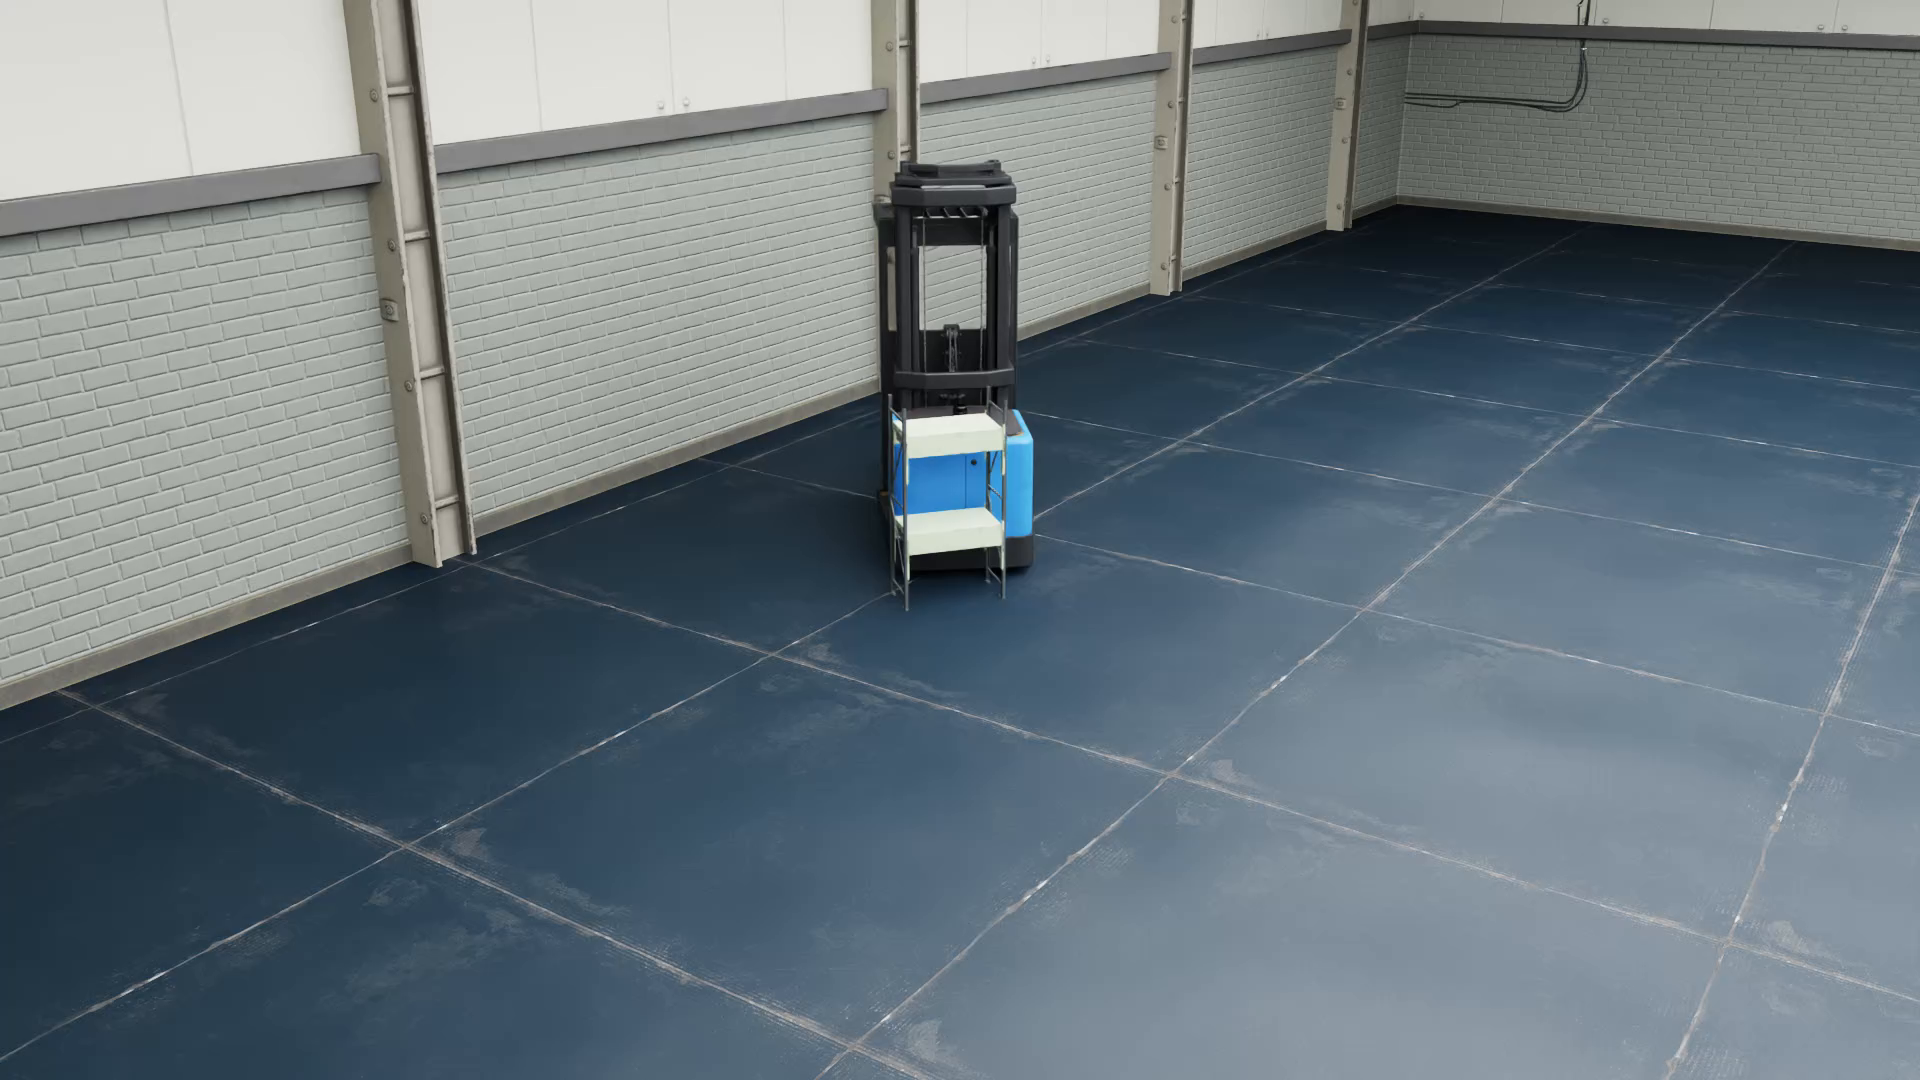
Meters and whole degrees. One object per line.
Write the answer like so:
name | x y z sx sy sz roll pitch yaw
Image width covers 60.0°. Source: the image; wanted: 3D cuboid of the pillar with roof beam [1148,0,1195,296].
pillar with roof beam | 6.297 -6.698 18.401 9.100 9.000 0.400 13 24 32

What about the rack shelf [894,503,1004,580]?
rack shelf | -0.089 0.008 12.019 0.720 0.370 0.431 -6 21 -16

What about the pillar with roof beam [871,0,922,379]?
pillar with roof beam | 2.925 -4.976 13.747 9.100 9.000 0.400 13 24 32

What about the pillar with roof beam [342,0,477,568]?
pillar with roof beam | -0.448 -3.255 9.093 9.100 9.000 0.400 13 24 32

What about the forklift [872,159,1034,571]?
forklift | -0.119 -1.613 13.401 1.130 2.935 3.031 -2 20 -6

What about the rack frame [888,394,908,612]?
rack frame | -0.438 -0.259 11.802 0.023 1.500 0.400 -6 21 -16

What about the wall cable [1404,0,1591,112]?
wall cable | 8.860 -8.390 27.451 3.097 2.526 0.112 13 24 32

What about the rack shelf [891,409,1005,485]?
rack shelf | -0.089 -0.663 11.769 0.720 0.370 0.431 -6 21 -16

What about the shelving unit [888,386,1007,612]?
shelving unit | -0.089 -0.297 11.905 0.755 1.500 0.431 -6 21 -16

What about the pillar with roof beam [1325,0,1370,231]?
pillar with roof beam | 9.670 -8.419 23.055 9.100 9.000 0.400 13 24 32

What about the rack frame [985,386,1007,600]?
rack frame | 0.260 -0.335 12.008 0.023 1.500 0.400 -6 21 -16
